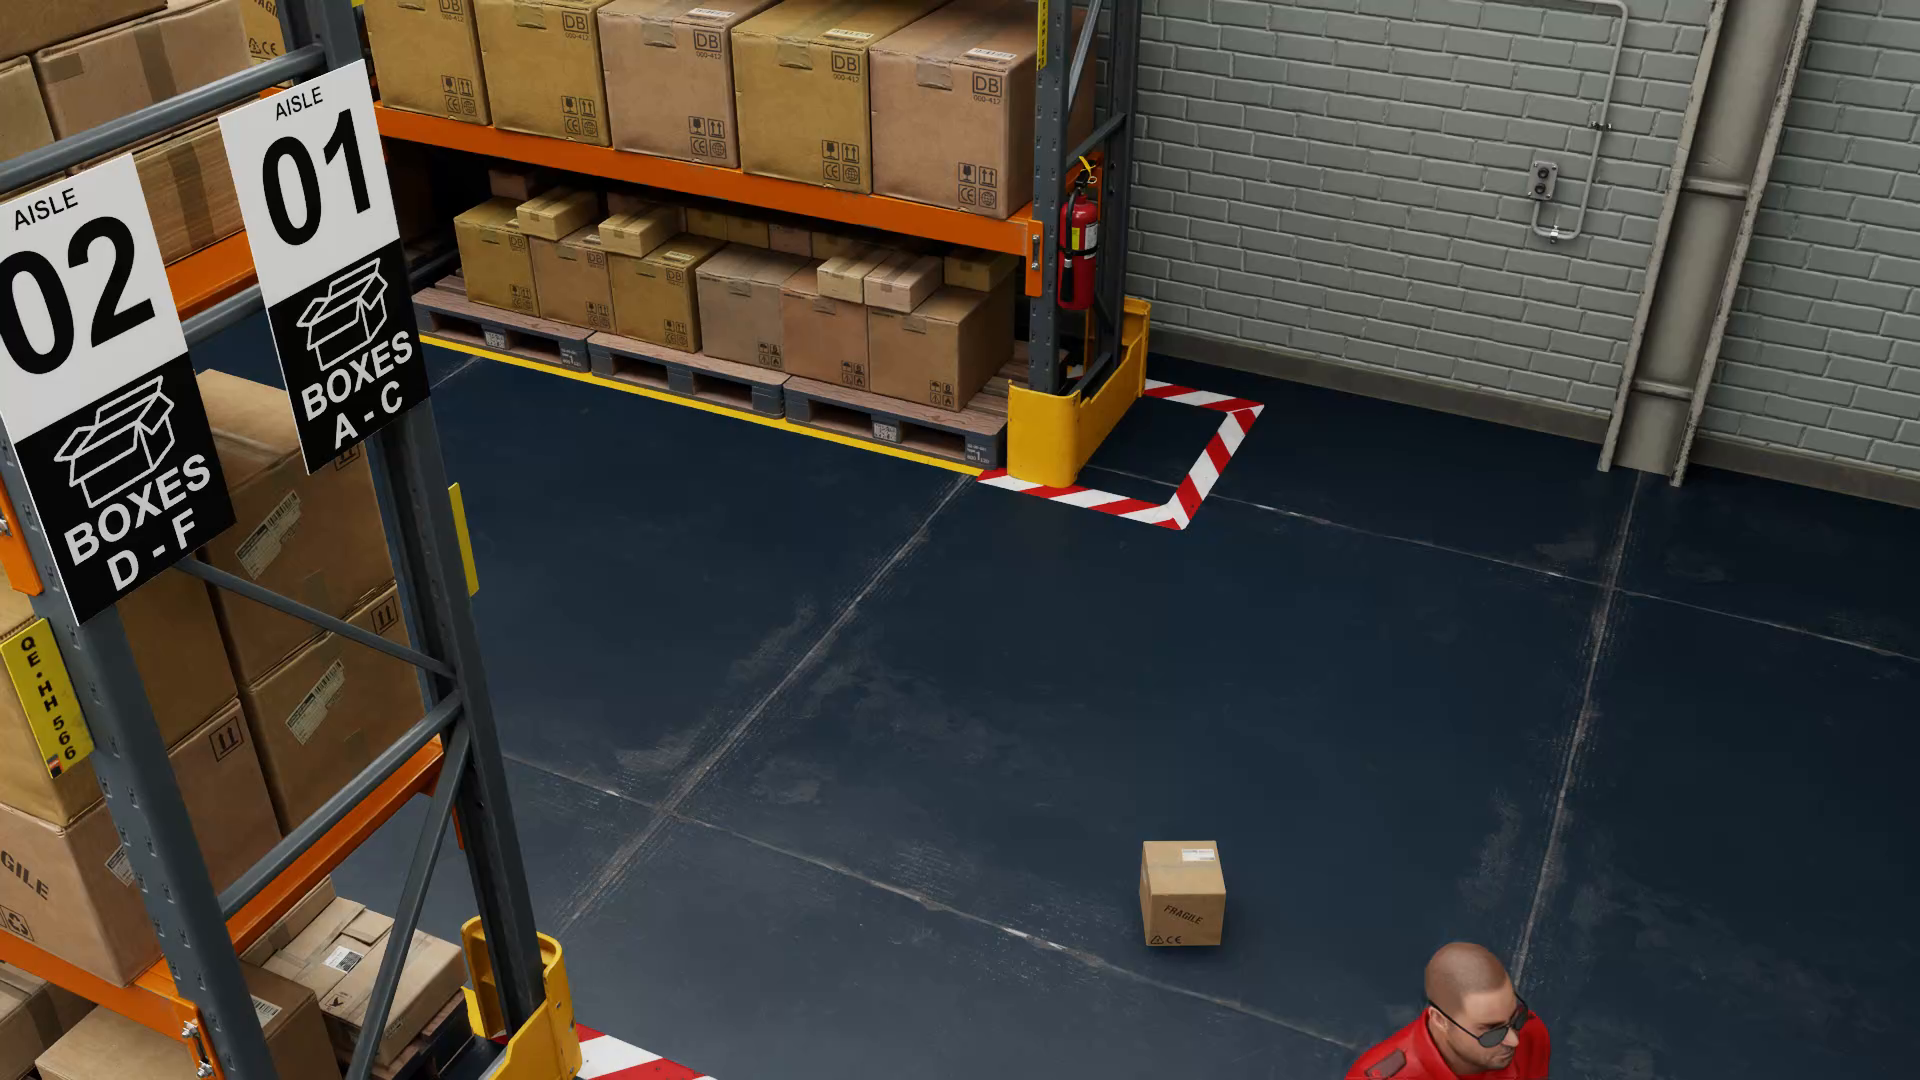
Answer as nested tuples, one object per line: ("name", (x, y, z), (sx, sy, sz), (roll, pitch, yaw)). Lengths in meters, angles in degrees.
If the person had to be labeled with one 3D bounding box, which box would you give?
("person", (1.071, 1.625, 3.714), (0.538, 1.776, 0.468), (-11, 35, -16))
